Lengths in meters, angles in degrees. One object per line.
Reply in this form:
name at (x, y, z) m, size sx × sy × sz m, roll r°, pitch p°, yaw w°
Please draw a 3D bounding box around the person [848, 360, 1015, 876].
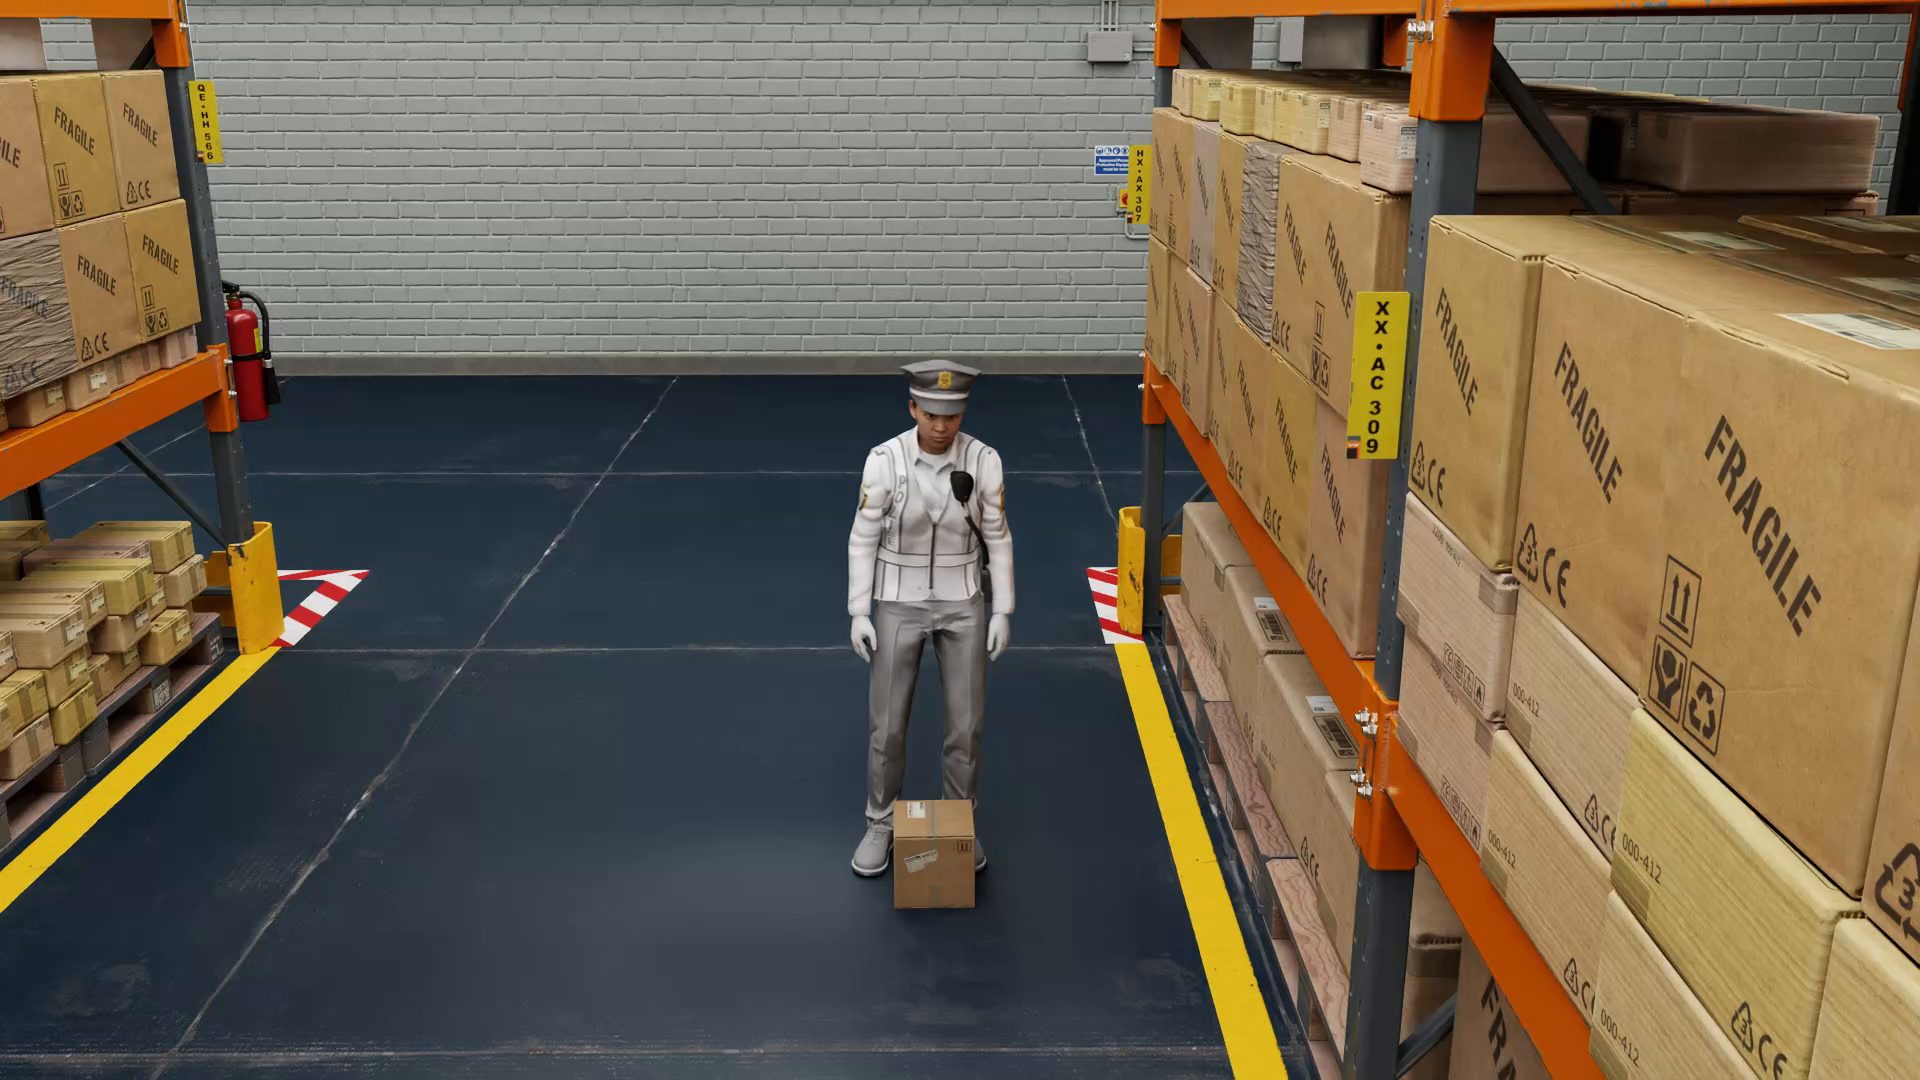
person at (-0.091, 0.242, 5.263) m, size 0.535 × 1.662 × 0.373 m, roll -1°, pitch 17°, yaw -4°
